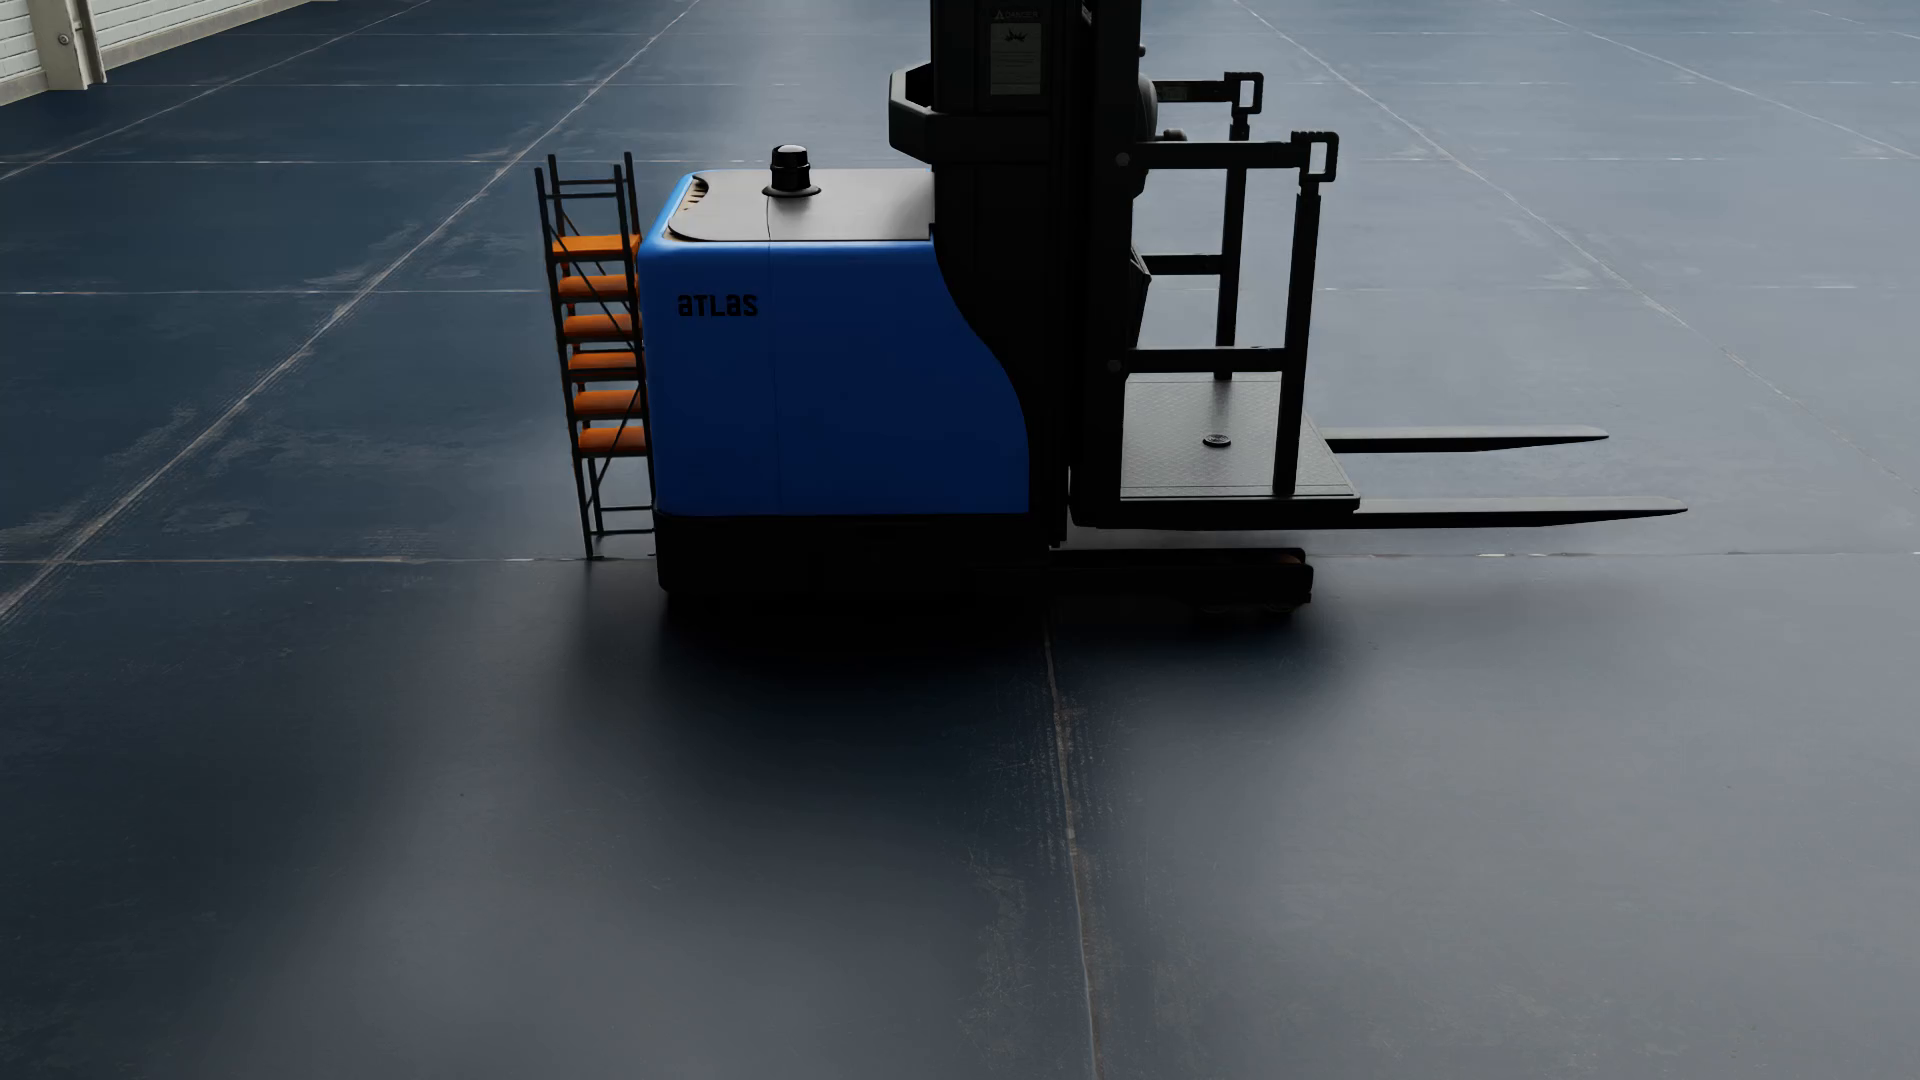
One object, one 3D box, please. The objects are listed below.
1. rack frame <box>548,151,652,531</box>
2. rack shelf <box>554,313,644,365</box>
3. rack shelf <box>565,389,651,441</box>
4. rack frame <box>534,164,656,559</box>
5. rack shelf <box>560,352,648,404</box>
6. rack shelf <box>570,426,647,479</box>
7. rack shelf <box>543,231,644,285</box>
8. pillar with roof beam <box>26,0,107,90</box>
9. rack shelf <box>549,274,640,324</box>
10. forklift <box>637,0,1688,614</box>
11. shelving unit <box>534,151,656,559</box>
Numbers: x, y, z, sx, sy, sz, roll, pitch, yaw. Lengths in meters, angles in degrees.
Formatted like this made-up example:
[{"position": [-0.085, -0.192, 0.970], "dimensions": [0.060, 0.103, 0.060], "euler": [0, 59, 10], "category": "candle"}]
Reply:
[{"position": [-1.051, -0.570, 5.045], "dimensions": [0.240, 1.200, 0.006], "euler": [-2, 24, -1], "category": "rack frame"}, {"position": [-1.052, -0.601, 4.930], "dimensions": [0.258, 0.103, 0.180], "euler": [-2, 24, -1], "category": "rack shelf"}, {"position": [-1.044, -0.383, 5.029], "dimensions": [0.258, 0.103, 0.180], "euler": [-2, 24, -1], "category": "rack shelf"}, {"position": [-1.047, -0.495, 4.878], "dimensions": [0.240, 1.200, 0.006], "euler": [-2, 24, -1], "category": "rack frame"}, {"position": [-1.048, -0.492, 4.979], "dimensions": [0.258, 0.103, 0.180], "euler": [-2, 24, -1], "category": "rack shelf"}, {"position": [-1.041, -0.273, 5.078], "dimensions": [0.258, 0.103, 0.180], "euler": [-2, 24, -1], "category": "rack shelf"}, {"position": [-1.059, -0.820, 4.831], "dimensions": [0.258, 0.103, 0.180], "euler": [-2, 24, -1], "category": "rack shelf"}, {"position": [-2.741, -7.743, 11.451], "dimensions": [9.100, 9.000, 0.400], "euler": [0, 24, -1], "category": "pillar with roof beam"}, {"position": [-1.055, -0.710, 4.881], "dimensions": [0.258, 0.103, 0.180], "euler": [-2, 24, -1], "category": "rack shelf"}, {"position": [0.630, -1.343, 4.662], "dimensions": [3.031, 2.935, 1.130], "euler": [-1, 24, -2], "category": "forklift"}, {"position": [-1.049, -0.532, 4.961], "dimensions": [0.258, 1.200, 0.189], "euler": [-2, 24, -1], "category": "shelving unit"}]
